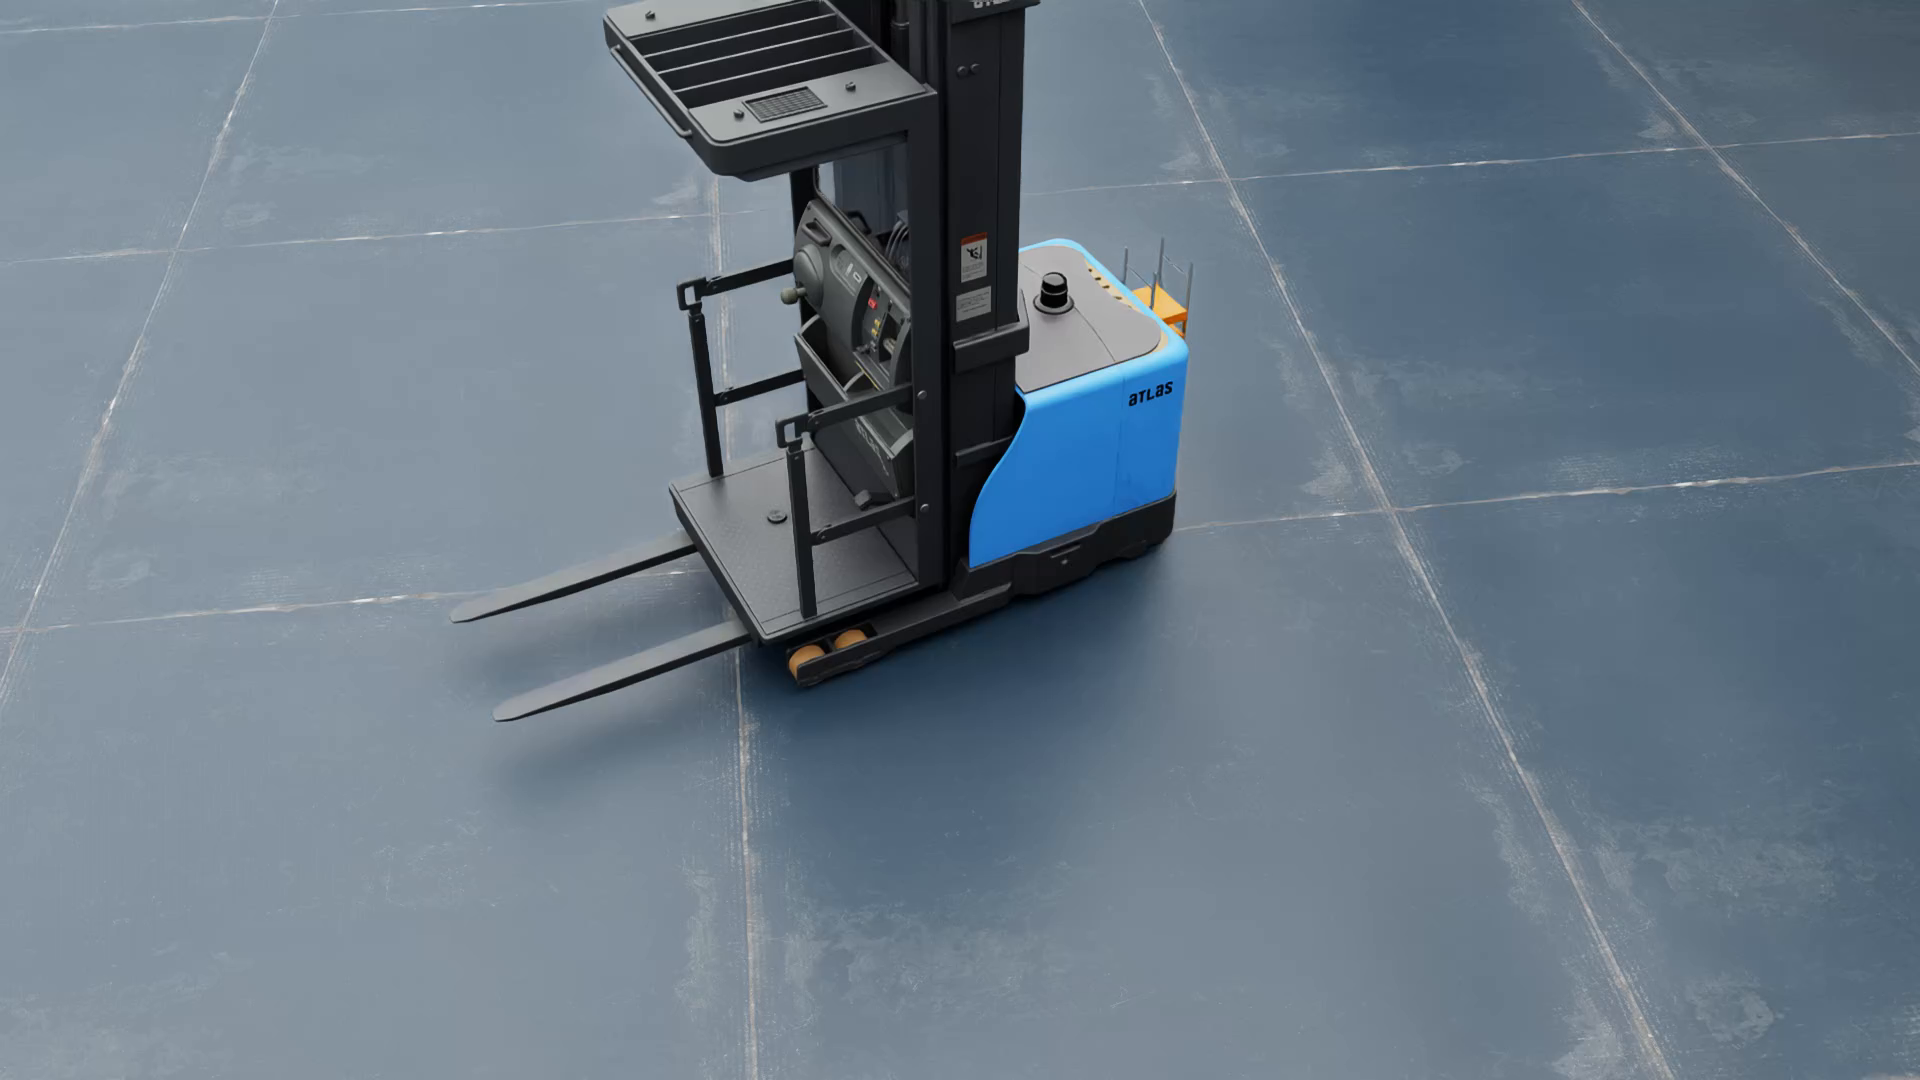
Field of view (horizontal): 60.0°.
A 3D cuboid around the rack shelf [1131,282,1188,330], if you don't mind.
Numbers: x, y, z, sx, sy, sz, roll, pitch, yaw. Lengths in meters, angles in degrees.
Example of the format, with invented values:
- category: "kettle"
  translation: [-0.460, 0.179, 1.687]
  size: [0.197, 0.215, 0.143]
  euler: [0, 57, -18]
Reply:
- category: "rack shelf"
  translation: [0.838, -0.991, 7.196]
  size: [0.180, 0.103, 0.258]
  euler: [-19, 46, -21]

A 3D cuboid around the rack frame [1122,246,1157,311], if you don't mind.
- category: "rack frame"
  translation: [0.756, -0.728, 7.374]
  size: [0.006, 1.200, 0.240]
  euler: [-19, 46, -21]

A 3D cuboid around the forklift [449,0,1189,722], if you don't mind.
- category: "forklift"
  translation: [-0.598, -0.900, 6.275]
  size: [3.031, 2.935, 1.130]
  euler: [-20, 46, -20]

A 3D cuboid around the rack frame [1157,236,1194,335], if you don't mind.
- category: "rack frame"
  translation: [0.917, -0.784, 7.439]
  size: [0.006, 1.200, 0.240]
  euler: [-19, 46, -21]

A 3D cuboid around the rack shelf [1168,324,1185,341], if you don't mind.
- category: "rack shelf"
  translation: [0.837, -0.901, 7.276]
  size: [0.180, 0.103, 0.258]
  euler: [-19, 46, -21]

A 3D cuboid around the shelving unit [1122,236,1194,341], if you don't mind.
- category: "shelving unit"
  translation: [0.837, -0.756, 7.407]
  size: [0.189, 1.200, 0.258]
  euler: [-19, 46, -21]
